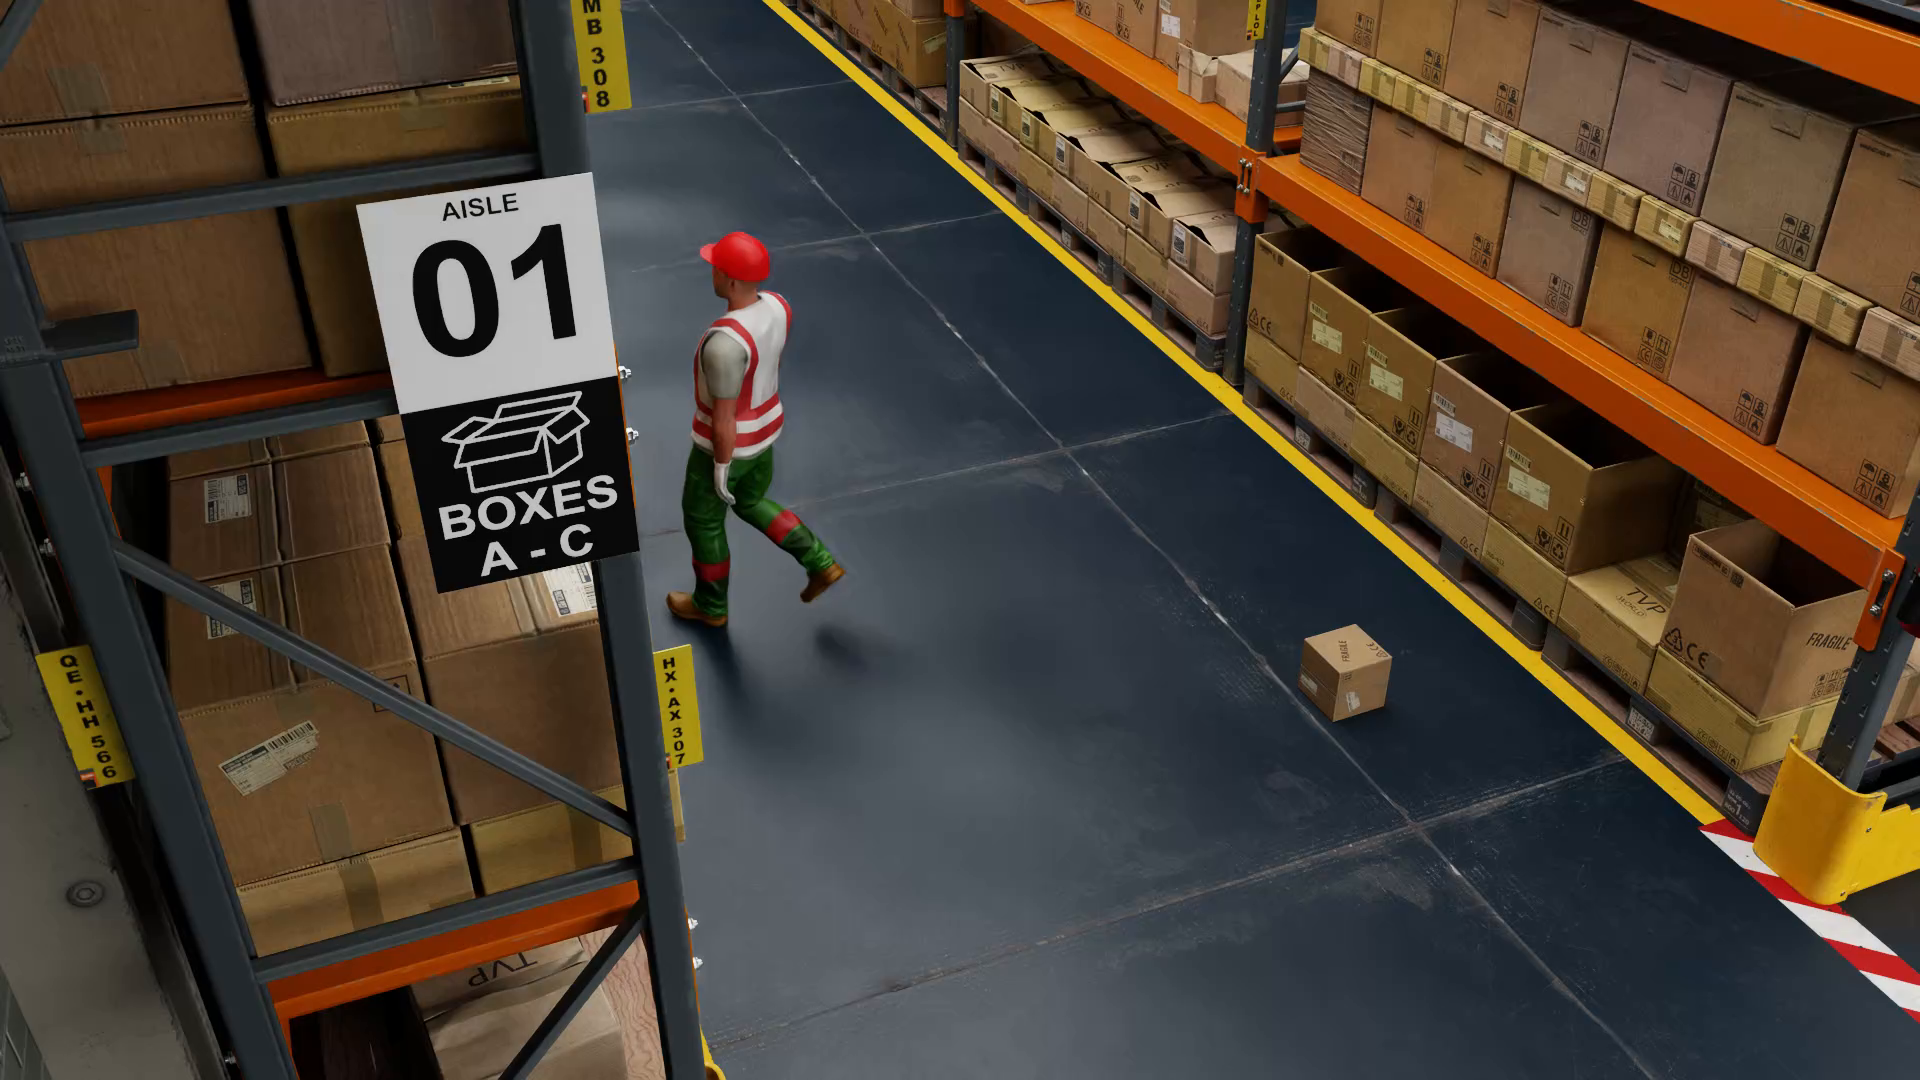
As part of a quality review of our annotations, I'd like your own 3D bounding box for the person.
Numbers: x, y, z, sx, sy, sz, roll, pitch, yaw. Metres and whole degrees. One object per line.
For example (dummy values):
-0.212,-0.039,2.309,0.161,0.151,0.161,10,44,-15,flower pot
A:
-0.876,-0.413,6.742,0.780,1.769,0.546,15,36,22,person
